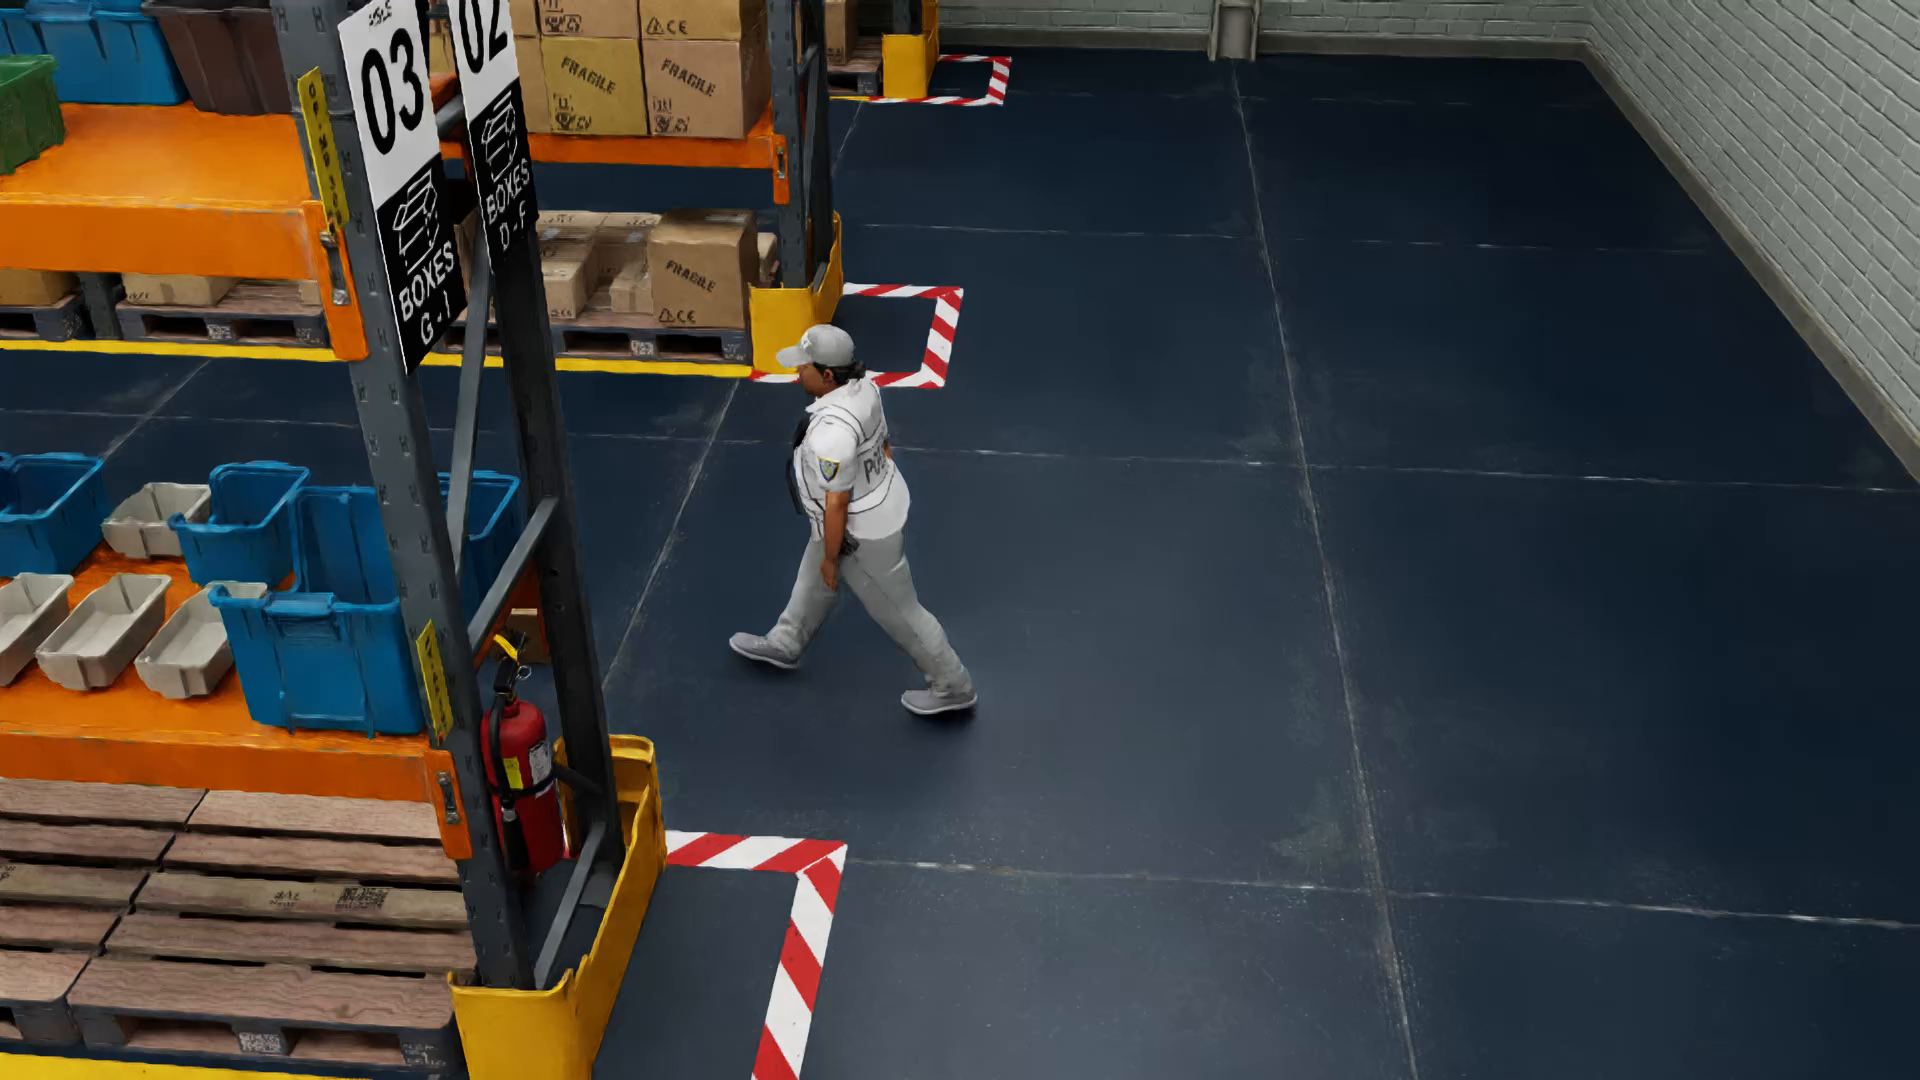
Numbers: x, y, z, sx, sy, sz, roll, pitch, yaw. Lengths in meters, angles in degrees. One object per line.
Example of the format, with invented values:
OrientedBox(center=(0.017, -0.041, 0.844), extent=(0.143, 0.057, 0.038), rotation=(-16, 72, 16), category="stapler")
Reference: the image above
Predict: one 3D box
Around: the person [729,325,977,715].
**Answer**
OrientedBox(center=(-0.447, -0.070, 6.256), extent=(1.046, 1.586, 0.487), rotation=(3, 32, 5), category="person")
